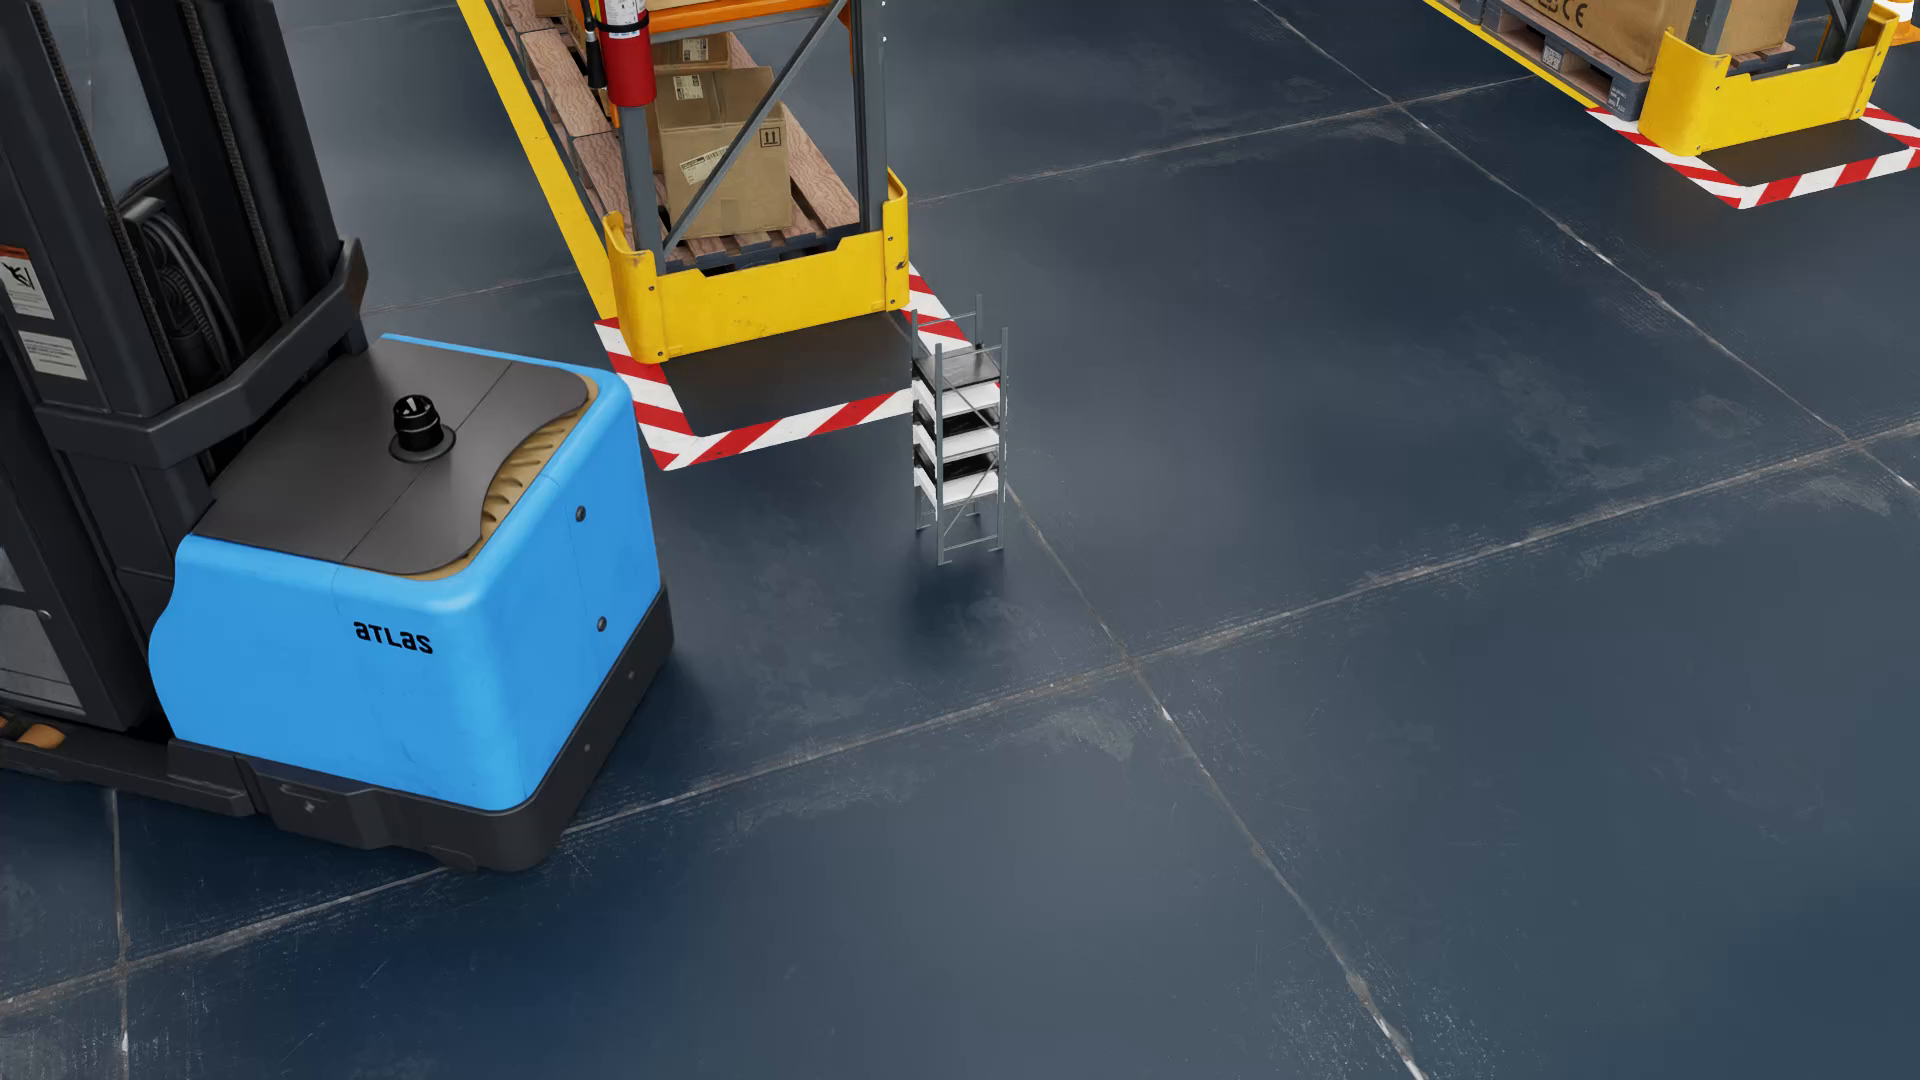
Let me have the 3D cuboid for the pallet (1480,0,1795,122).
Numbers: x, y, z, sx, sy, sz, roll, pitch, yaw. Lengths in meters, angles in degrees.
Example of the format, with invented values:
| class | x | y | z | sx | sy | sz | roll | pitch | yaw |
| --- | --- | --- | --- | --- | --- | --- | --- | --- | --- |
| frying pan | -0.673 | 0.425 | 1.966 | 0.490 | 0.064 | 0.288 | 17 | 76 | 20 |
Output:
| class | x | y | z | sx | sy | sz | roll | pitch | yaw |
| --- | --- | --- | --- | --- | --- | --- | --- | --- | --- |
| pallet | 3.478 | -2.602 | 8.614 | 1.003 | 0.211 | 1.213 | -15 | 43 | -17 |

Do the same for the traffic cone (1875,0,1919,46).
| class | x | y | z | sx | sy | sz | roll | pitch | yaw |
| --- | --- | --- | --- | --- | --- | --- | --- | --- | --- |
| traffic cone | 4.965 | -2.909 | 8.778 | 0.336 | 0.463 | 0.334 | -15 | 43 | -17 |

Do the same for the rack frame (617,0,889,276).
| class | x | y | z | sx | sy | sz | roll | pitch | yaw |
| --- | --- | --- | --- | --- | --- | --- | --- | --- | --- |
| rack frame | -0.765 | -2.021 | 5.799 | 1.000 | 3.000 | 0.127 | -15 | 43 | -17 |

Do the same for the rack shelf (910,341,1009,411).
| class | x | y | z | sx | sy | sz | roll | pitch | yaw |
| --- | --- | --- | --- | --- | --- | --- | --- | --- | --- |
| rack shelf | -0.003 | -0.526 | 5.308 | 0.258 | 0.077 | 0.200 | -15 | 43 | -17 |

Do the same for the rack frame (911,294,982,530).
| class | x | y | z | sx | sy | sz | roll | pitch | yaw |
| --- | --- | --- | --- | --- | --- | --- | --- | --- | --- |
| rack frame | -0.042 | -0.407 | 5.534 | 0.240 | 0.900 | 0.006 | -15 | 43 | -17 |

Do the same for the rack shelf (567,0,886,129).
| class | x | y | z | sx | sy | sz | roll | pitch | yaw |
| --- | --- | --- | --- | --- | --- | --- | --- | --- | --- |
| rack shelf | -1.530 | -2.953 | 7.435 | 1.077 | 0.370 | 4.000 | -15 | 43 | -17 |

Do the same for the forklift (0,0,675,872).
| class | x | y | z | sx | sy | sz | roll | pitch | yaw |
| --- | --- | --- | --- | --- | --- | --- | --- | --- | --- |
| forklift | -2.480 | -0.725 | 4.345 | 3.031 | 2.935 | 1.130 | 10 | 42 | 12 |

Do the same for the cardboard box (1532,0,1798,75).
| class | x | y | z | sx | sy | sz | roll | pitch | yaw |
| --- | --- | --- | --- | --- | --- | --- | --- | --- | --- |
| cardboard box | 3.535 | -2.943 | 8.179 | 0.875 | 0.875 | 0.875 | -15 | 43 | -17 |

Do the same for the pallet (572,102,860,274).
| class | x | y | z | sx | sy | sz | roll | pitch | yaw |
| --- | --- | --- | --- | --- | --- | --- | --- | --- | --- |
| pallet | -1.072 | -1.507 | 7.341 | 1.003 | 0.211 | 1.213 | -15 | 43 | -17 |

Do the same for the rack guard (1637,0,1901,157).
| class | x | y | z | sx | sy | sz | roll | pitch | yaw |
| --- | --- | --- | --- | --- | --- | --- | --- | --- | --- |
| rack guard | 3.865 | -2.235 | 7.966 | 1.175 | 0.500 | 0.348 | -15 | 43 | -17 |

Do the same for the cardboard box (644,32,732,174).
| class | x | y | z | sx | sy | sz | roll | pitch | yaw |
| --- | --- | --- | --- | --- | --- | --- | --- | --- | --- |
| cardboard box | -1.249 | -1.964 | 7.328 | 0.500 | 0.500 | 0.500 | -5 | 41 | -6 |

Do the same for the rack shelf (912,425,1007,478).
| class | x | y | z | sx | sy | sz | roll | pitch | yaw |
| --- | --- | --- | --- | --- | --- | --- | --- | --- | --- |
| rack shelf | -0.003 | -0.321 | 5.484 | 0.258 | 0.077 | 0.200 | -15 | 43 | -17 |

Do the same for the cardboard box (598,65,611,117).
| class | x | y | z | sx | sy | sz | roll | pitch | yaw |
| --- | --- | --- | --- | --- | --- | --- | --- | --- | --- |
| cardboard box | -1.471 | -2.346 | 7.772 | 0.500 | 0.500 | 0.500 | -11 | 42 | -13 |

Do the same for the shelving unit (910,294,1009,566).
| class | x | y | z | sx | sy | sz | roll | pitch | yaw |
| --- | --- | --- | --- | --- | --- | --- | --- | --- | --- |
| shelving unit | -0.003 | -0.346 | 5.462 | 0.258 | 0.900 | 0.210 | -15 | 43 | -17 |

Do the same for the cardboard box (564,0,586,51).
| class | x | y | z | sx | sy | sz | roll | pitch | yaw |
| --- | --- | --- | --- | --- | --- | --- | --- | --- | --- |
| cardboard box | -1.643 | -2.693 | 8.176 | 0.500 | 0.500 | 0.500 | -19 | 44 | -21 |

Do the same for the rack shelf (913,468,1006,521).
| class | x | y | z | sx | sy | sz | roll | pitch | yaw |
| --- | --- | --- | --- | --- | --- | --- | --- | --- | --- |
| rack shelf | -0.003 | -0.184 | 5.601 | 0.258 | 0.077 | 0.200 | -15 | 43 | -17 |

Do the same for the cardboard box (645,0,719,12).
| class | x | y | z | sx | sy | sz | roll | pitch | yaw |
| --- | --- | --- | --- | --- | --- | --- | --- | --- | --- |
| cardboard box | -1.065 | -2.046 | 6.021 | 0.380 | 0.149 | 0.250 | -15 | 43 | -17 |

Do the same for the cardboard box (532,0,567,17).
| class | x | y | z | sx | sy | sz | roll | pitch | yaw |
| --- | --- | --- | --- | --- | --- | --- | --- | --- | --- |
| cardboard box | -1.953 | -3.048 | 8.589 | 0.500 | 0.500 | 0.500 | -3 | 41 | -3 |

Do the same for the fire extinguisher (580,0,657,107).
| class | x | y | z | sx | sy | sz | roll | pitch | yaw |
| --- | --- | --- | --- | --- | --- | --- | --- | --- | --- |
| fire extinguisher | -1.147 | -1.807 | 5.611 | 0.296 | 0.674 | 0.183 | -15 | 43 | -17 |

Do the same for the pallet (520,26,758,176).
| class | x | y | z | sx | sy | sz | roll | pitch | yaw |
| --- | --- | --- | --- | --- | --- | --- | --- | --- | --- |
| pallet | -1.535 | -2.241 | 8.194 | 1.003 | 0.211 | 1.213 | -15 | 43 | -17 |

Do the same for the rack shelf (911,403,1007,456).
| class | x | y | z | sx | sy | sz | roll | pitch | yaw |
| --- | --- | --- | --- | --- | --- | --- | --- | --- | --- |
| rack shelf | -0.003 | -0.389 | 5.425 | 0.258 | 0.077 | 0.200 | -15 | 43 | -17 |

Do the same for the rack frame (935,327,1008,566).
| class | x | y | z | sx | sy | sz | roll | pitch | yaw |
| --- | --- | --- | --- | --- | --- | --- | --- | --- | --- |
| rack frame | 0.036 | -0.285 | 5.391 | 0.240 | 0.900 | 0.006 | -15 | 43 | -17 |

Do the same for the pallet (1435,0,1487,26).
| class | x | y | z | sx | sy | sz | roll | pitch | yaw |
| --- | --- | --- | --- | --- | --- | --- | --- | --- | --- |
| pallet | 3.015 | -3.336 | 9.467 | 1.003 | 0.211 | 1.213 | -15 | 43 | -17 |

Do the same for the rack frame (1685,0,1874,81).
| class | x | y | z | sx | sy | sz | roll | pitch | yaw |
| --- | --- | --- | --- | --- | --- | --- | --- | --- | --- |
| rack frame | 3.856 | -3.197 | 7.167 | 1.000 | 3.000 | 0.127 | -15 | 43 | -17 |

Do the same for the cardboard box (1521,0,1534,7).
| class | x | y | z | sx | sy | sz | roll | pitch | yaw |
| --- | --- | --- | --- | --- | --- | --- | --- | --- | --- |
| cardboard box | 3.197 | -3.472 | 8.795 | 0.875 | 0.875 | 0.875 | -16 | 43 | -18 |

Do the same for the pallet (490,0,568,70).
| class | x | y | z | sx | sy | sz | roll | pitch | yaw |
| --- | --- | --- | --- | --- | --- | --- | --- | --- | --- |
| pallet | -2.006 | -2.977 | 9.050 | 1.003 | 0.211 | 1.213 | -15 | 43 | -17 |

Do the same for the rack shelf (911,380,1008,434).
| class | x | y | z | sx | sy | sz | roll | pitch | yaw |
| --- | --- | --- | --- | --- | --- | --- | --- | --- | --- |
| rack shelf | -0.003 | -0.457 | 5.367 | 0.258 | 0.077 | 0.200 | -15 | 43 | -17 |

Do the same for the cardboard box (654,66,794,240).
| class | x | y | z | sx | sy | sz | roll | pitch | yaw |
| --- | --- | --- | --- | --- | --- | --- | --- | --- | --- |
| cardboard box | -0.989 | -1.612 | 6.920 | 0.500 | 0.500 | 0.500 | -8 | 41 | -9 |

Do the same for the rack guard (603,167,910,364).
| class | x | y | z | sx | sy | sz | roll | pitch | yaw |
| --- | --- | --- | --- | --- | --- | --- | --- | --- | --- |
| rack guard | -0.794 | -1.119 | 6.667 | 1.175 | 0.500 | 0.348 | -15 | 43 | -17 |

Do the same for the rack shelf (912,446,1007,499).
| class | x | y | z | sx | sy | sz | roll | pitch | yaw |
| --- | --- | --- | --- | --- | --- | --- | --- | --- | --- |
| rack shelf | -0.003 | -0.253 | 5.543 | 0.258 | 0.077 | 0.200 | -15 | 43 | -17 |
